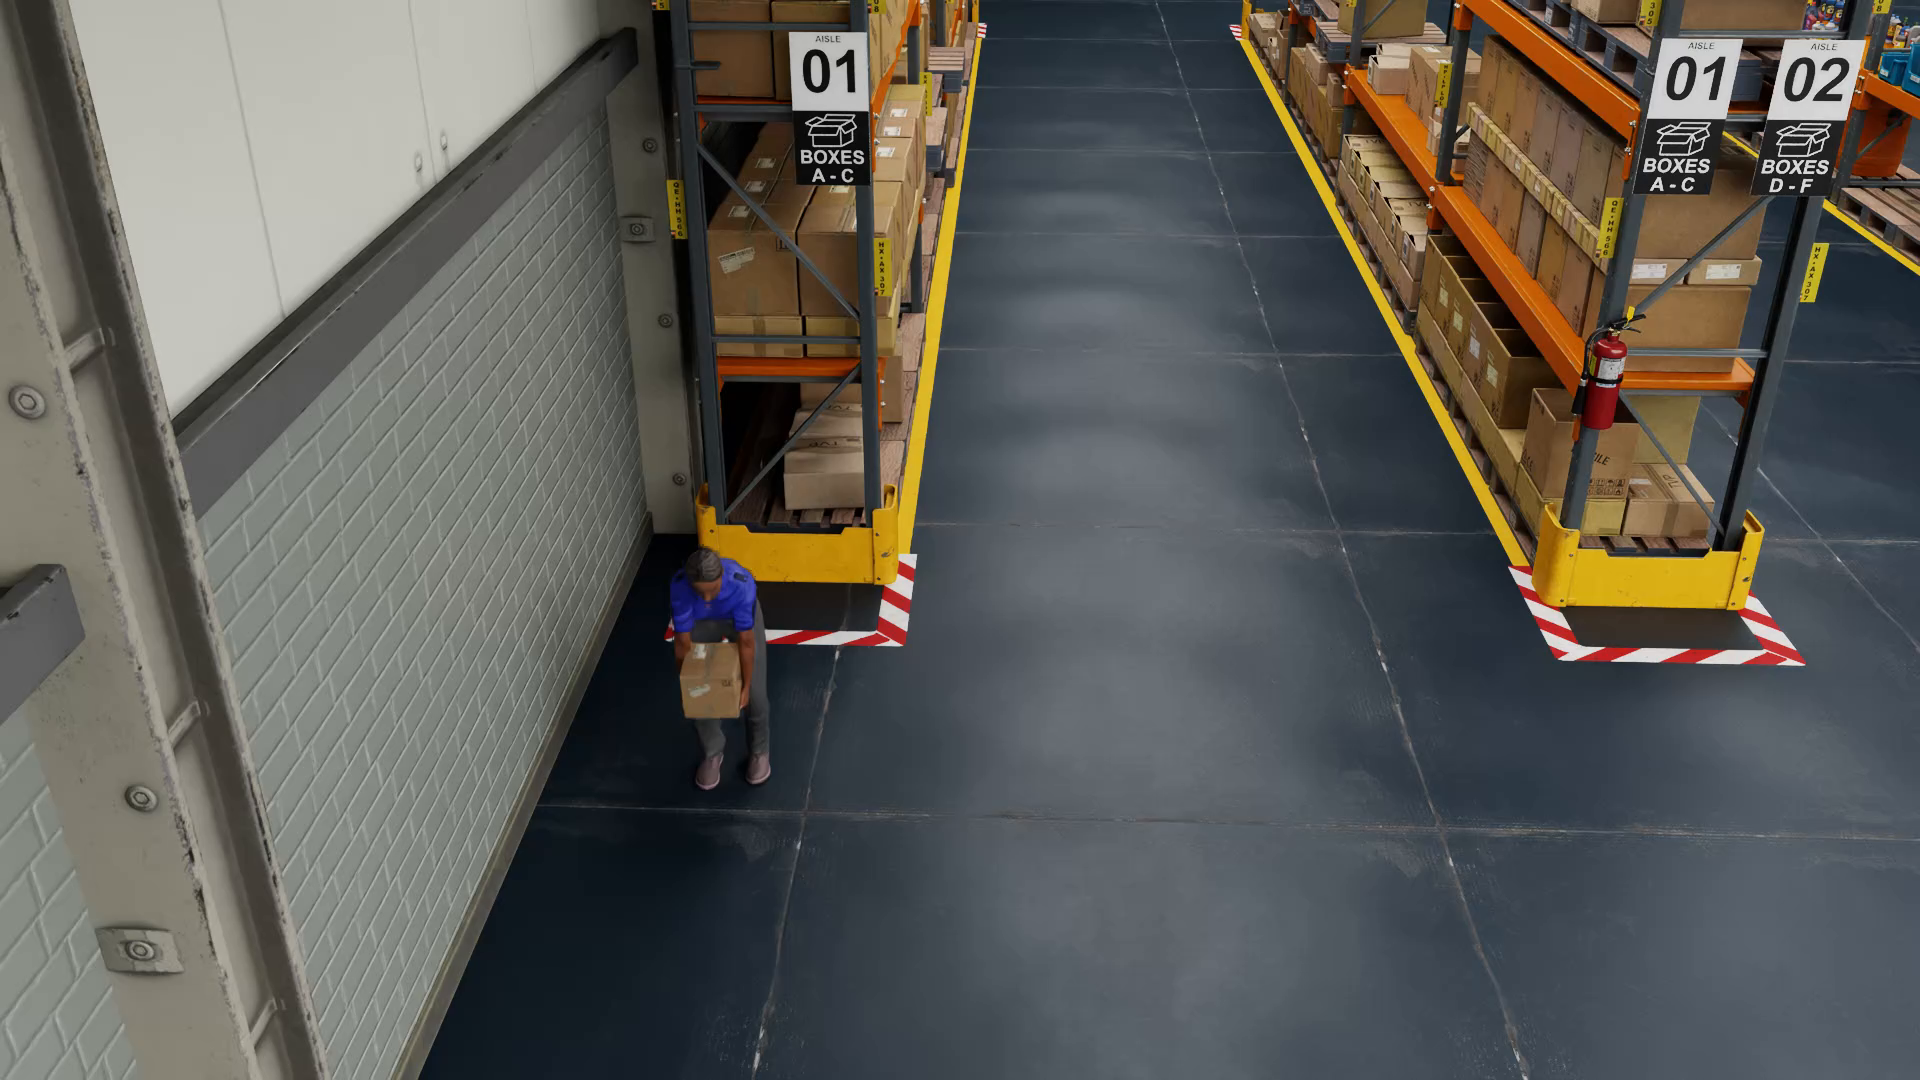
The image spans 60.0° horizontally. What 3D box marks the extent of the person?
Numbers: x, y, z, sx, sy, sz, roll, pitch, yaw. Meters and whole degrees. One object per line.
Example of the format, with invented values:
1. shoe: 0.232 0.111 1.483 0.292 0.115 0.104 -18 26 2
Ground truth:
1. person: -1.125 0.390 7.899 0.494 1.654 0.349 0 28 0
